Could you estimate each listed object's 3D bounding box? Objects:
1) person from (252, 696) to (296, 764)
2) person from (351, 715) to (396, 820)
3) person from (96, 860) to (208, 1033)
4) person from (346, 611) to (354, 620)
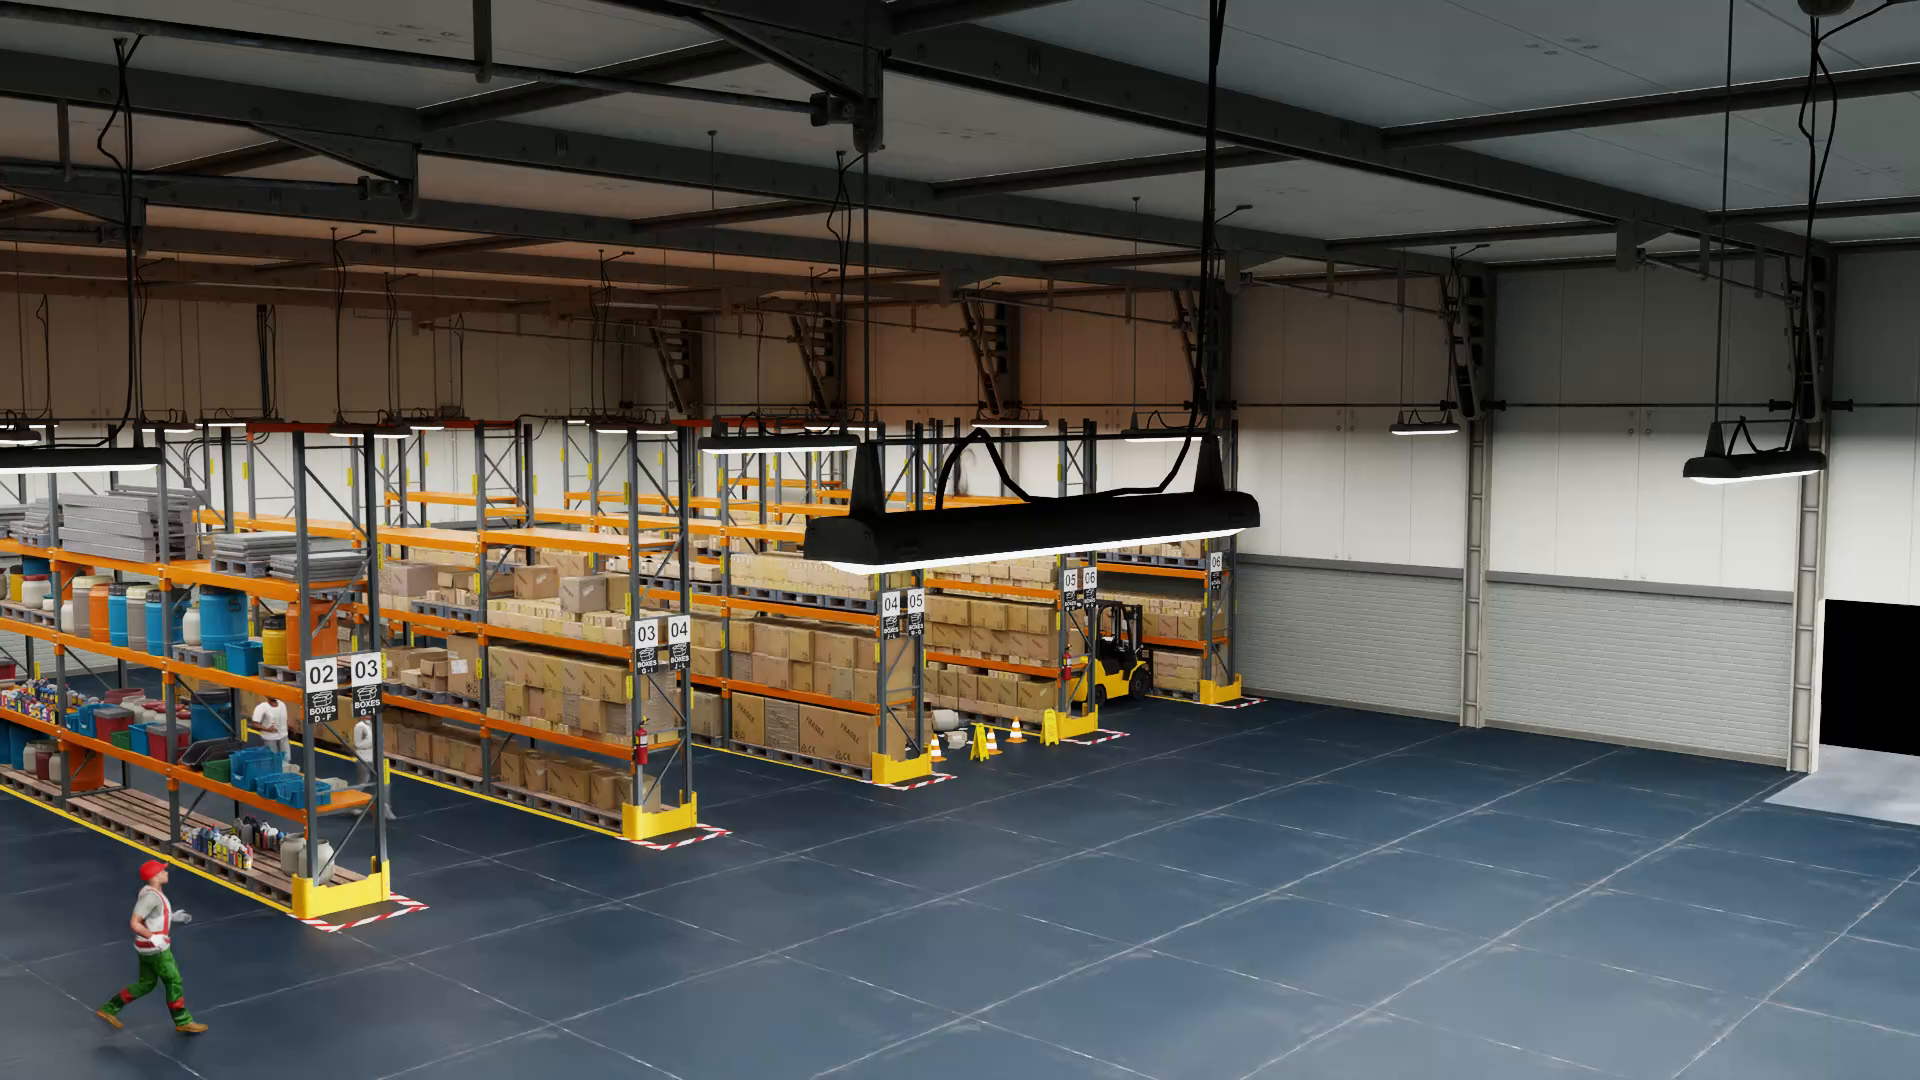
[{"bbox_3d":[-11.263,3.238,27.304,0.791,1.733,0.714,3,6,33],"label":"person"},{"bbox_3d":[-9.027,3.369,25.361,0.791,1.826,0.642,2,5,25],"label":"person"},{"bbox_3d":[-8.068,4.075,16.556,0.995,1.784,0.665,-3,5,-29],"label":"person"},{"bbox_3d":[-14.032,2.399,38.288,0.580,1.611,0.803,-1,5,-13],"label":"person"}]
